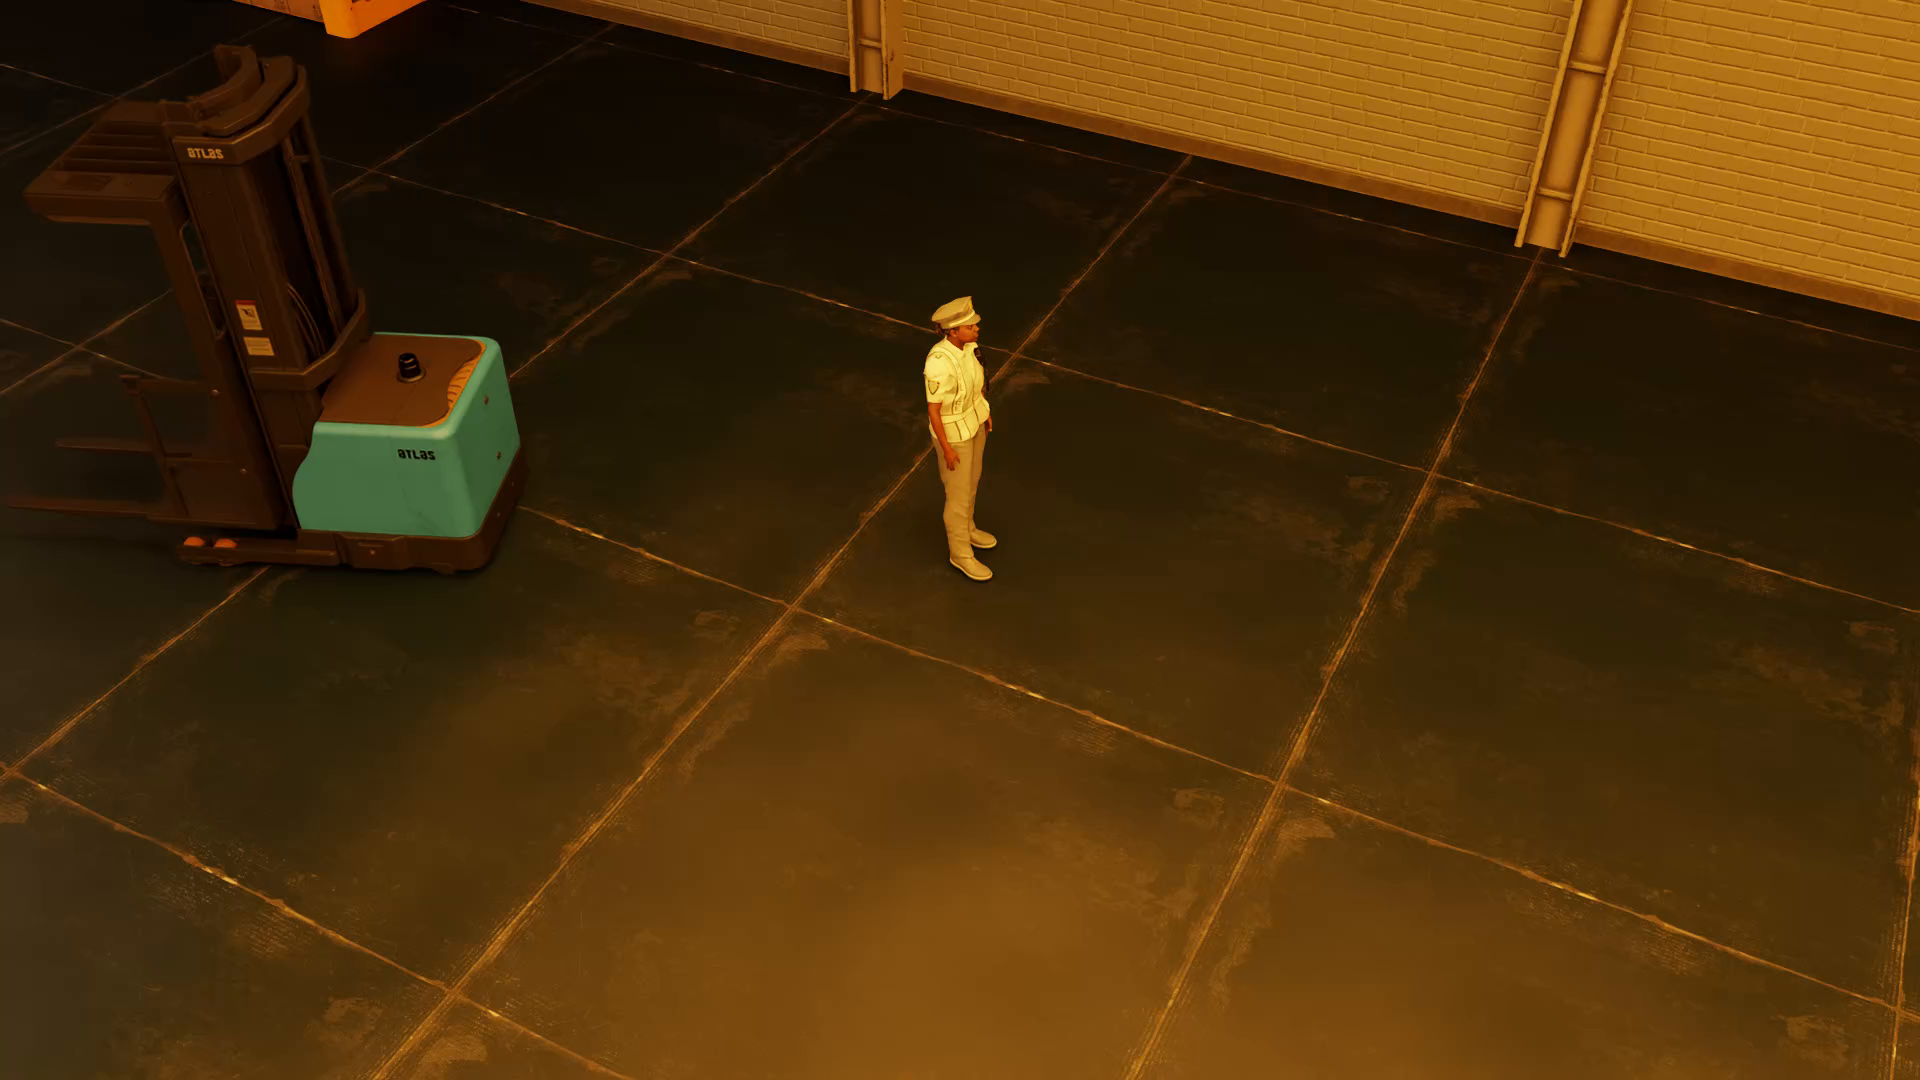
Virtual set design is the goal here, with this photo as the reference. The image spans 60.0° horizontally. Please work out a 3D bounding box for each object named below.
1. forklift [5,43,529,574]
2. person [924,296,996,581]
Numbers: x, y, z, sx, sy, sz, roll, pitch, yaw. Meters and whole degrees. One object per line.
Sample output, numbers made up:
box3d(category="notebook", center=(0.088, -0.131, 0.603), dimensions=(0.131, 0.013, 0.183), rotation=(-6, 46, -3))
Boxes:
box3d(category="forklift", center=(-4.308, -1.300, 9.530), dimensions=(3.031, 2.935, 1.130), rotation=(3, 40, 4))
box3d(category="person", center=(0.058, -0.620, 9.671), dimensions=(0.528, 1.695, 0.569), rotation=(18, 43, 21))
